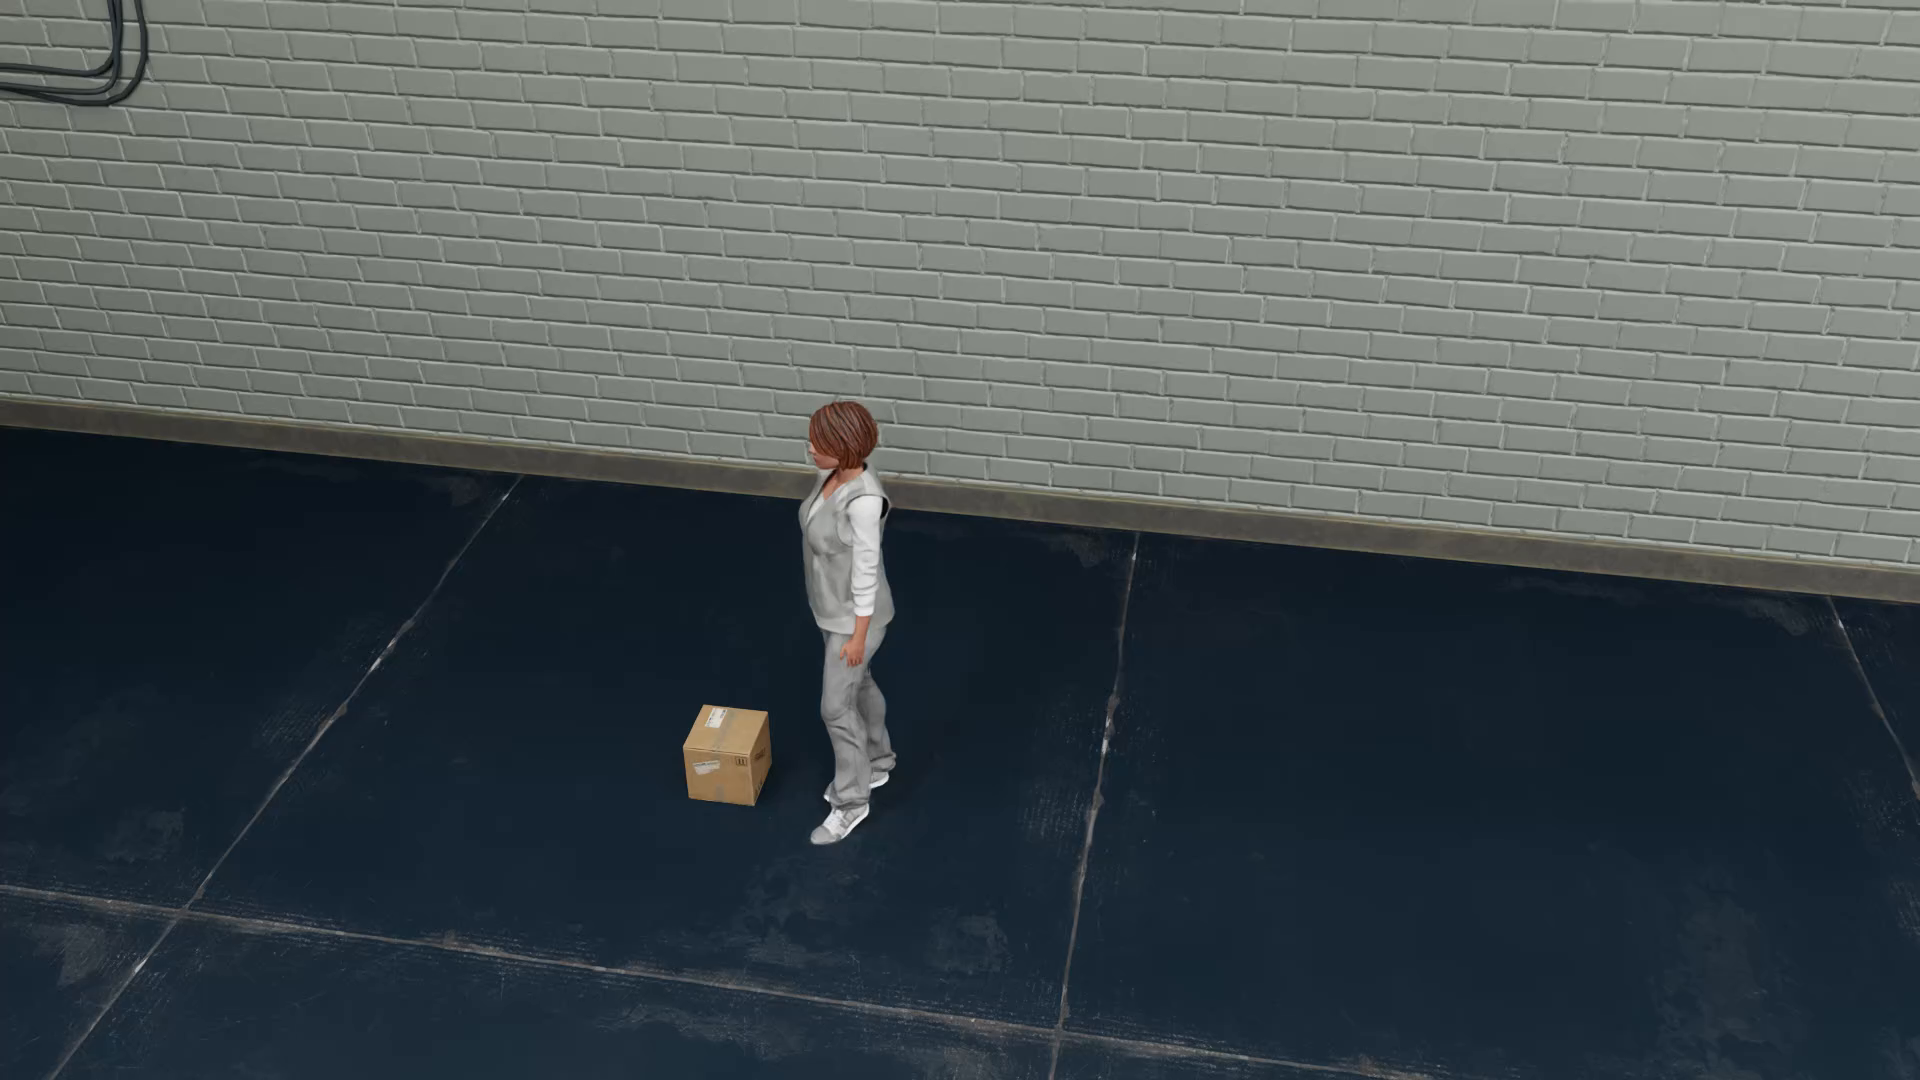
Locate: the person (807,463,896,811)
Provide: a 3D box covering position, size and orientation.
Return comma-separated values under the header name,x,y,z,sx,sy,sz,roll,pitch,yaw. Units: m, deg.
name,x,y,z,sx,sy,sz,roll,pitch,yaw
person,-0.376,0.327,5.794,0.304,1.278,0.440,-10,34,-15
